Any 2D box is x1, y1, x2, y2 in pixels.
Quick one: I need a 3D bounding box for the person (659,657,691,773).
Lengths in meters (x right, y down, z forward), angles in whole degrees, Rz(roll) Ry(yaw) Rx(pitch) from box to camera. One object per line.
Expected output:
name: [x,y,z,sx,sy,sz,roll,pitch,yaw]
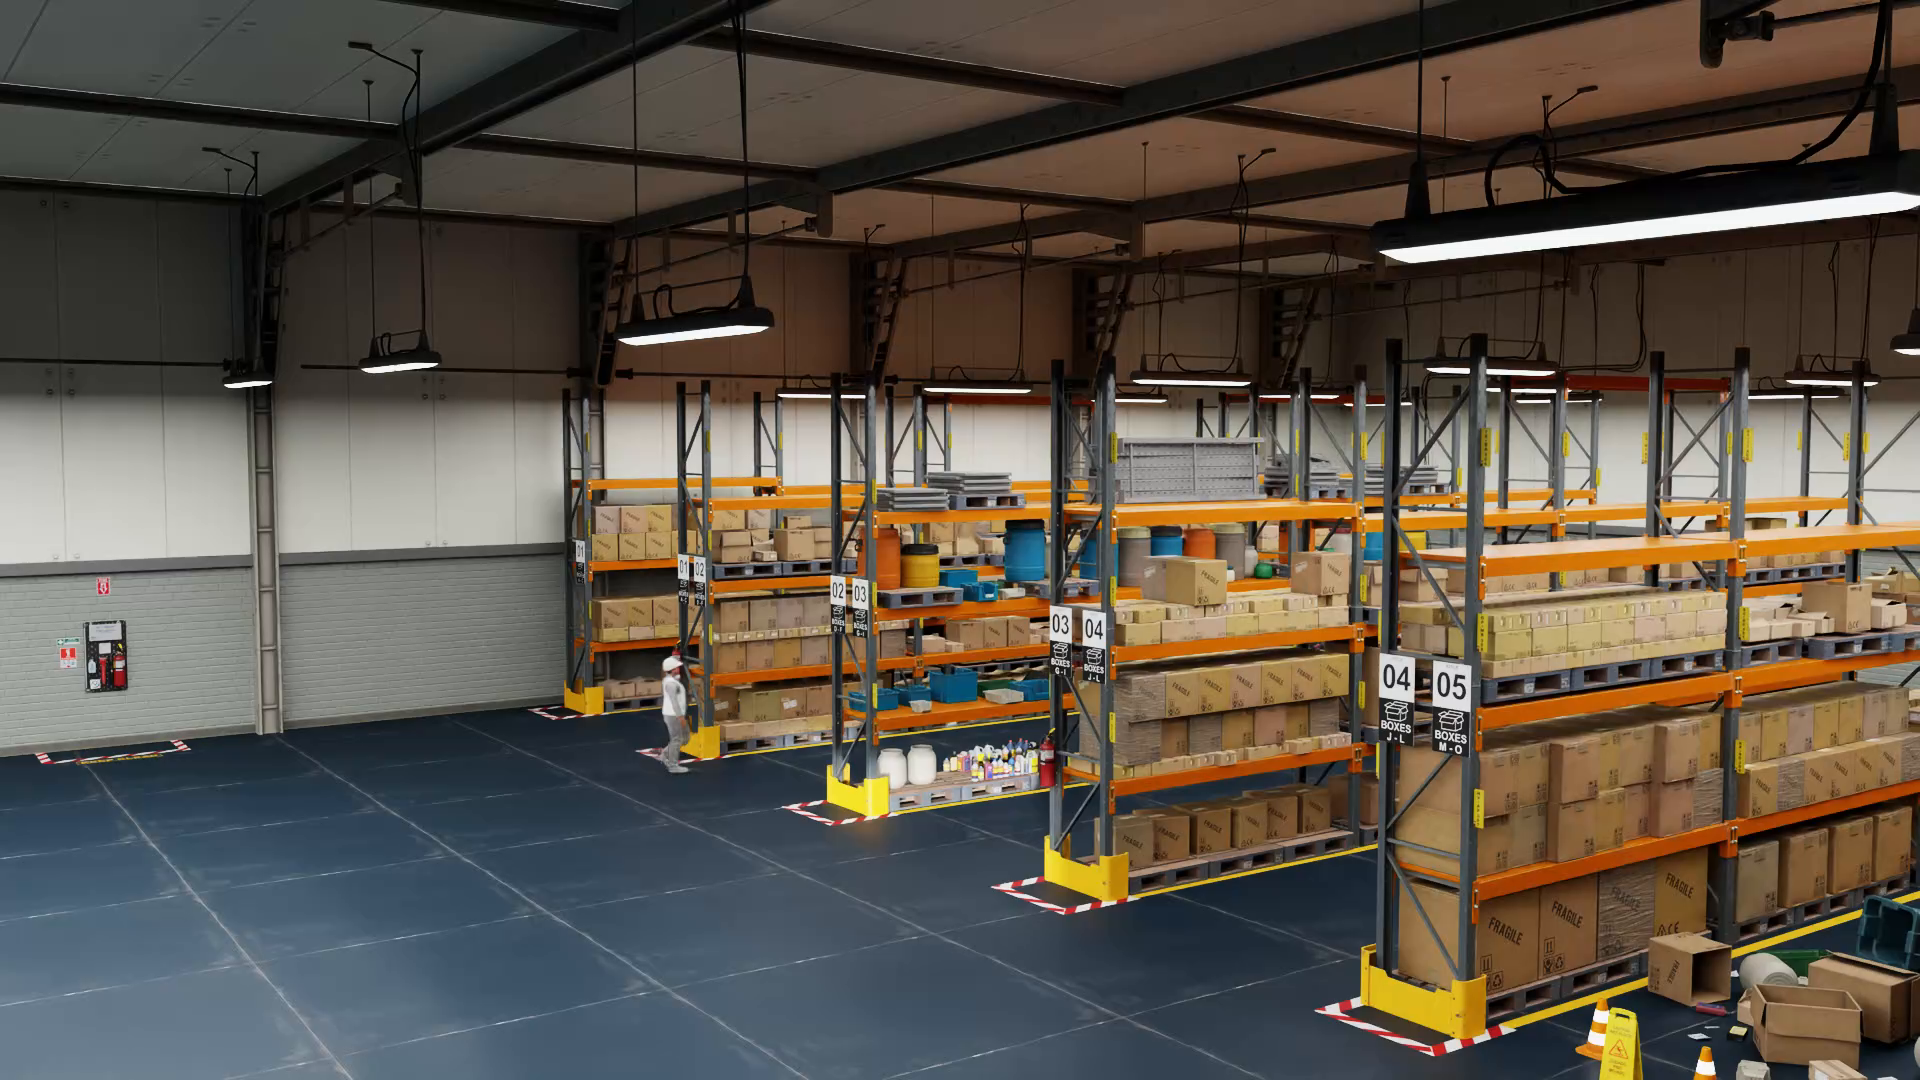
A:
person: [-4.339,2.647,25.196,0.481,1.763,0.535,0,4,-3]
